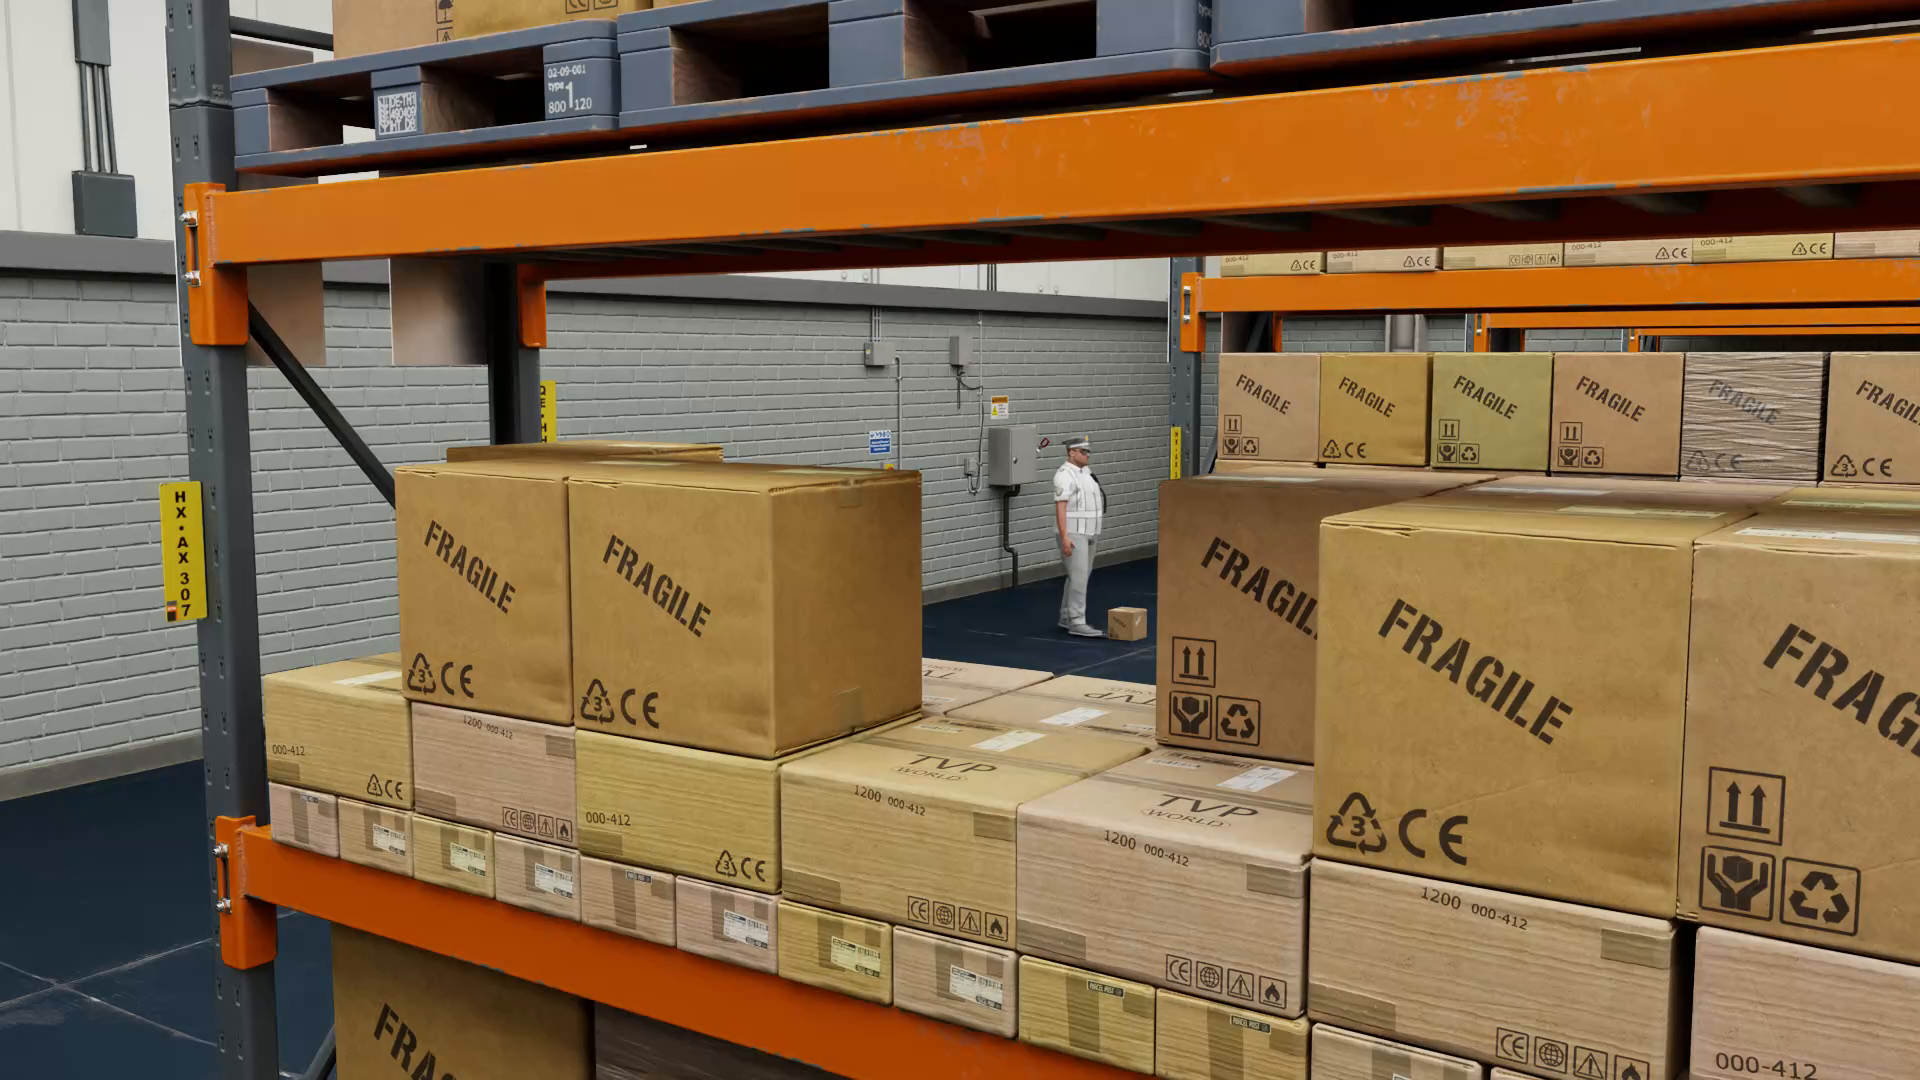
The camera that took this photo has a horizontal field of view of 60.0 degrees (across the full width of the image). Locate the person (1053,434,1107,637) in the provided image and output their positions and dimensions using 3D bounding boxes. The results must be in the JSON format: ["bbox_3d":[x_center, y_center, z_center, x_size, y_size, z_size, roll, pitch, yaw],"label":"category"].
[{"bbox_3d":[1.079,-0.045,14.637,0.560,1.770,0.540,4,8,34],"label":"person"}]
